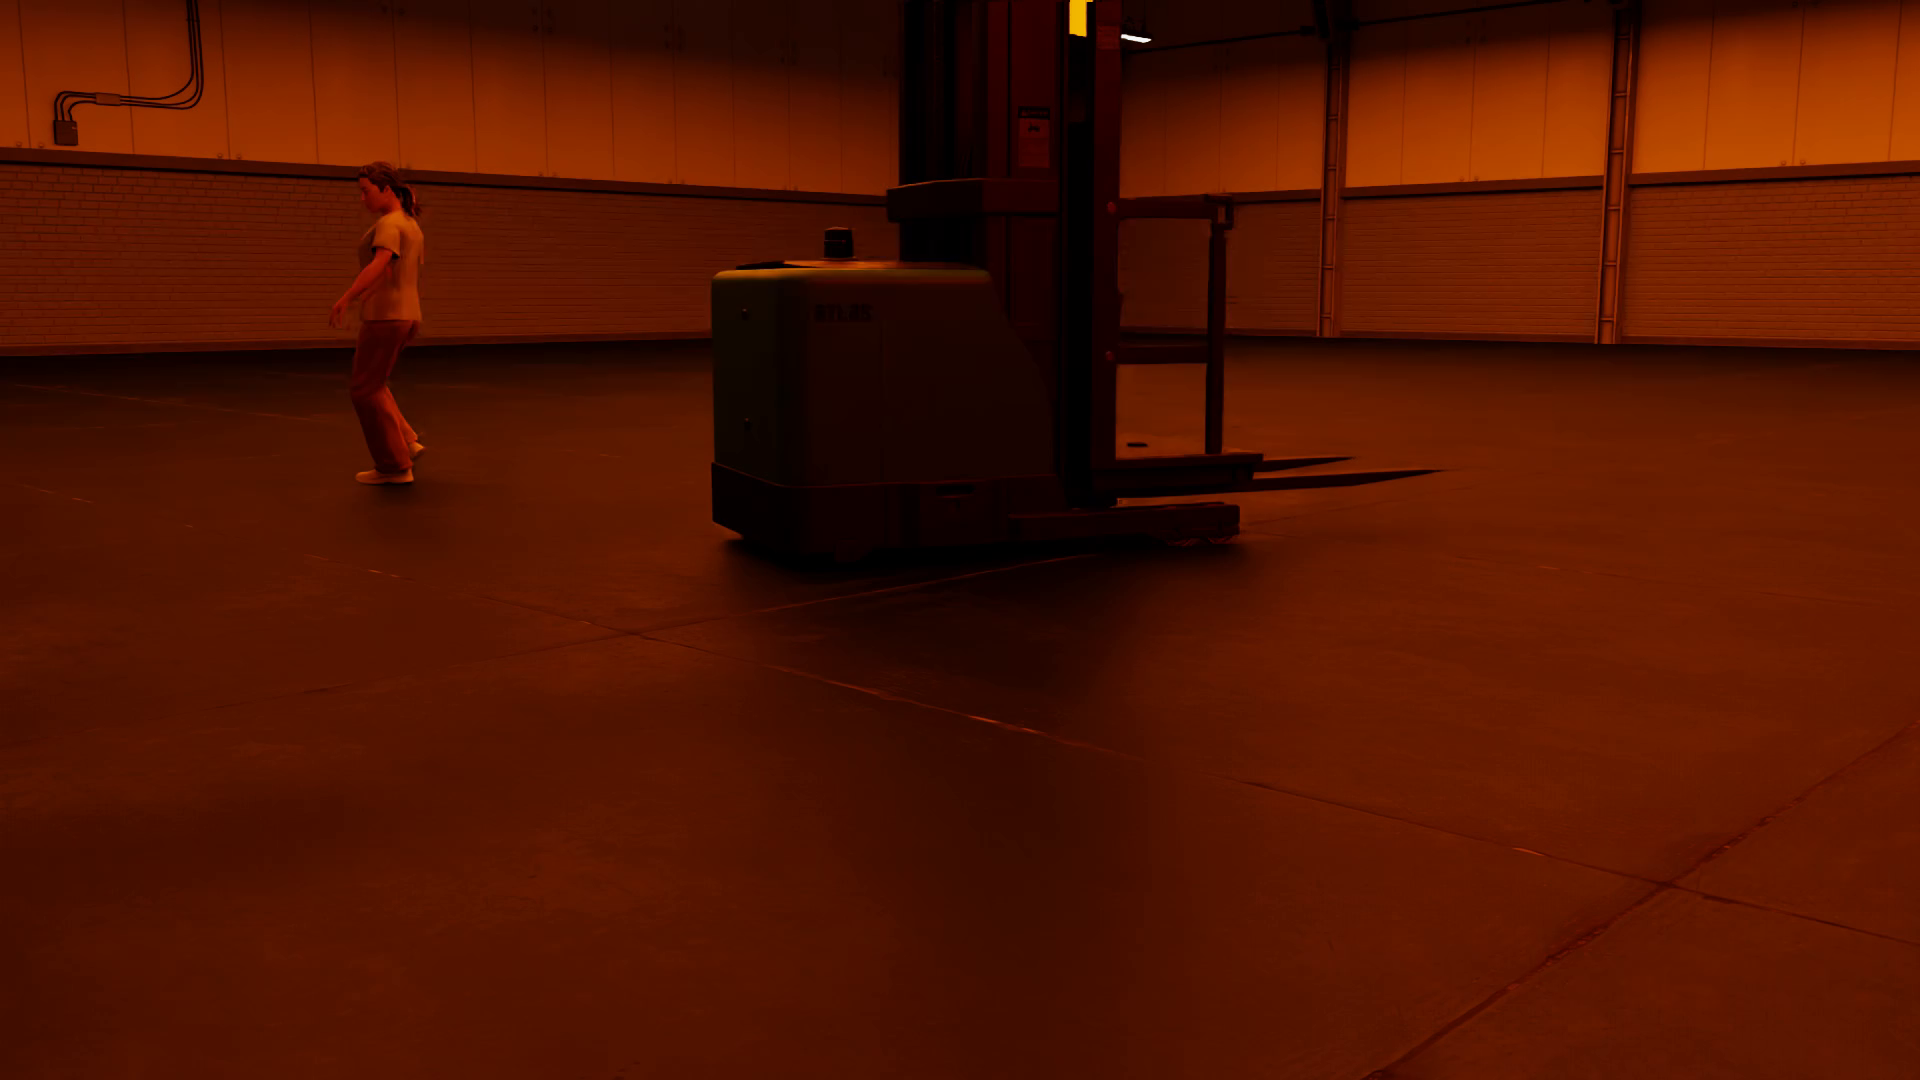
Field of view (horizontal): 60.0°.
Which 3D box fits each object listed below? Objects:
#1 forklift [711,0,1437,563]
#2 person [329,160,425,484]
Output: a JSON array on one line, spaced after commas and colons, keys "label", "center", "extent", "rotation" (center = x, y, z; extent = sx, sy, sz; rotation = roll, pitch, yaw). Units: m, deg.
[{"label": "forklift", "center": [0.559, -1.486, 6.742], "extent": [3.031, 2.935, 1.130], "rotation": [-4, 9, -23]}, {"label": "person", "center": [-2.993, -1.102, 8.553], "extent": [0.480, 1.665, 0.734], "rotation": [1, 9, 5]}]
